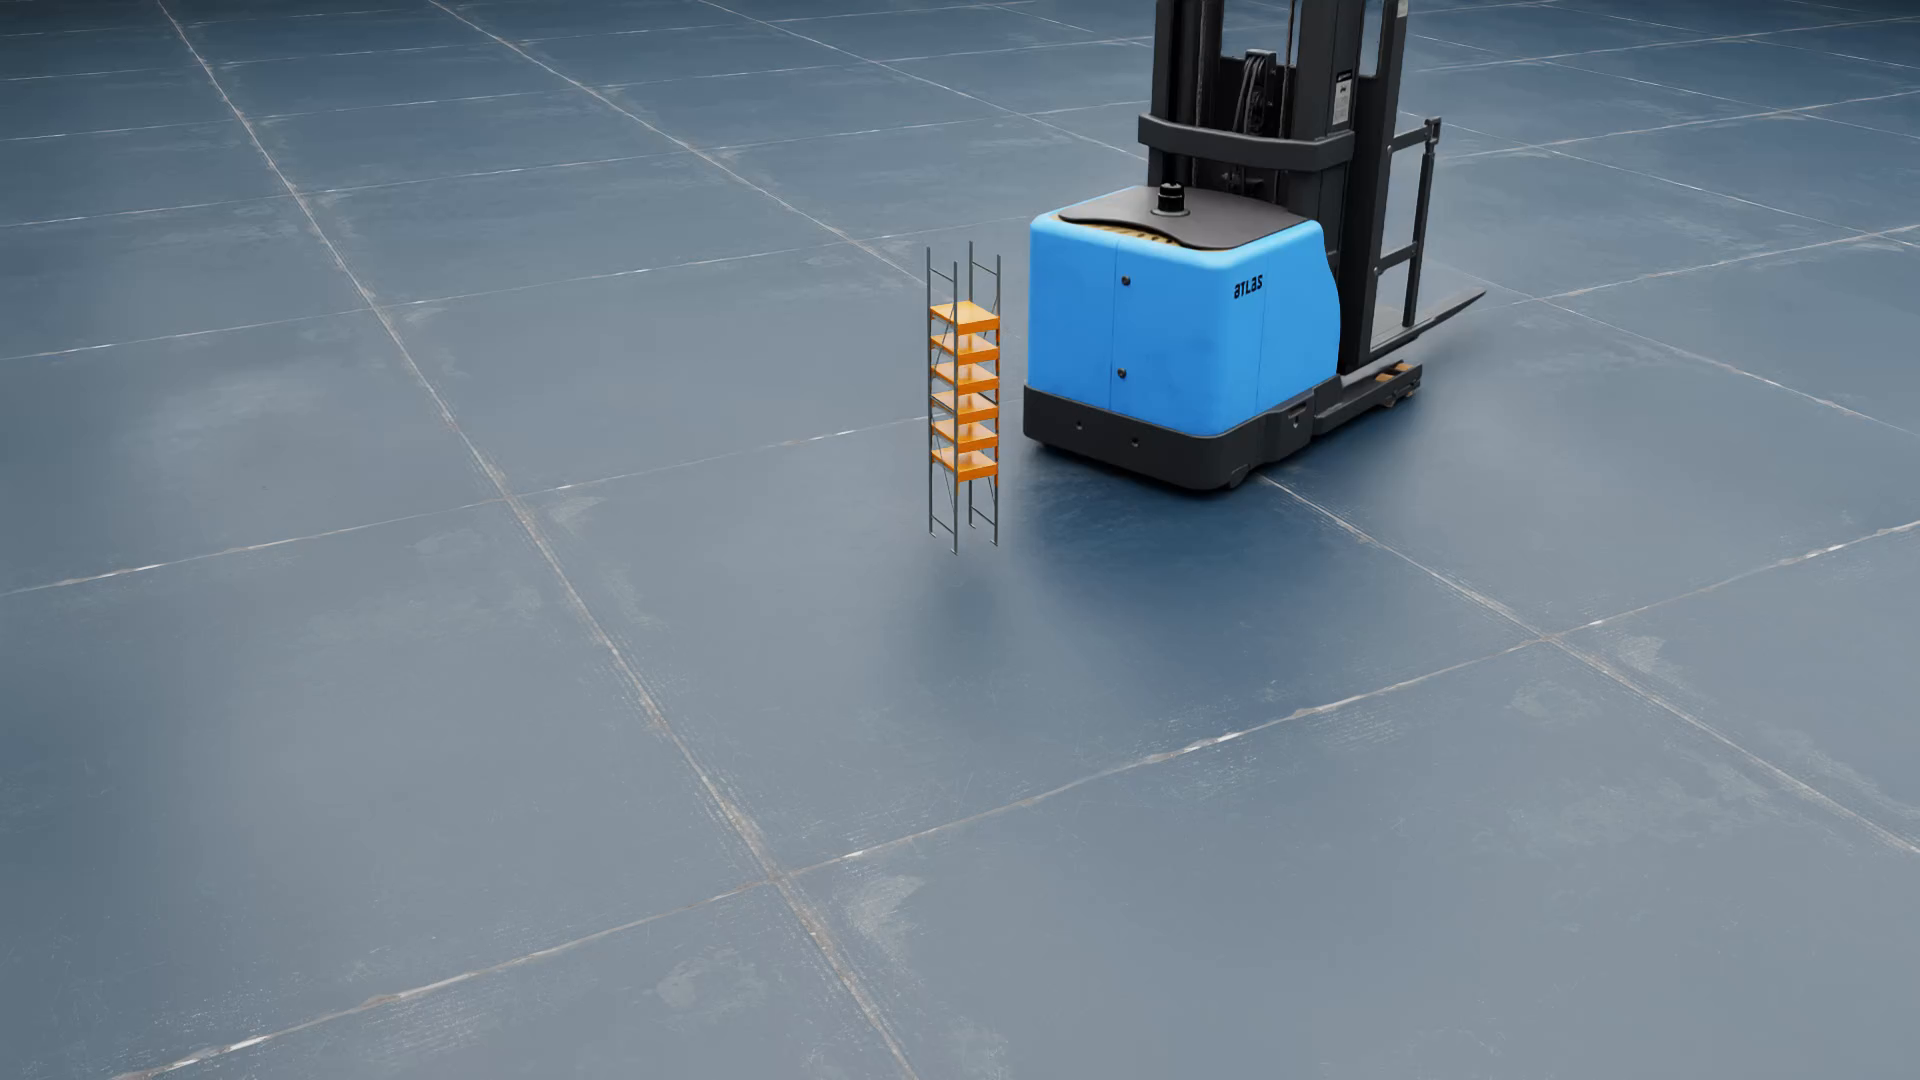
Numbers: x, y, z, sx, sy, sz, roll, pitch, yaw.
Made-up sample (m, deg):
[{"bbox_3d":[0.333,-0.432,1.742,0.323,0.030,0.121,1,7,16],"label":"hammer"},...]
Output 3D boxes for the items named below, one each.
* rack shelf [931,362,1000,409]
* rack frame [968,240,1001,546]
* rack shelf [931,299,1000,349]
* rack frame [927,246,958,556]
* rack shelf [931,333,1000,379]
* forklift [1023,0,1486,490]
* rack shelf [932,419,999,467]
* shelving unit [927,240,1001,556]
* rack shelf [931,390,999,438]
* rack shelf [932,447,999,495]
[{"bbox_3d":[0.013,-0.612,6.464,0.180,0.103,0.258,-13,29,-25],"label":"rack shelf"},{"bbox_3d":[0.093,-0.562,6.535,0.006,1.200,0.240,-13,29,-25],"label":"rack frame"},{"bbox_3d":[0.013,-0.828,6.360,0.180,0.103,0.258,-13,29,-25],"label":"rack shelf"},{"bbox_3d":[-0.068,-0.525,6.458,0.006,1.200,0.240,-13,29,-25],"label":"rack frame"},{"bbox_3d":[0.013,-0.720,6.412,0.180,0.103,0.258,-13,29,-25],"label":"rack shelf"},{"bbox_3d":[1.633,-2.091,7.718,1.130,2.935,3.031,21,32,36],"label":"forklift"},{"bbox_3d":[0.013,-0.396,6.568,0.180,0.103,0.258,-13,29,-25],"label":"rack shelf"},{"bbox_3d":[0.013,-0.544,6.496,0.189,1.200,0.258,-13,29,-25],"label":"shelving unit"},{"bbox_3d":[0.013,-0.504,6.516,0.180,0.103,0.258,-13,29,-25],"label":"rack shelf"},{"bbox_3d":[0.013,-0.287,6.620,0.180,0.103,0.258,-13,29,-25],"label":"rack shelf"}]
